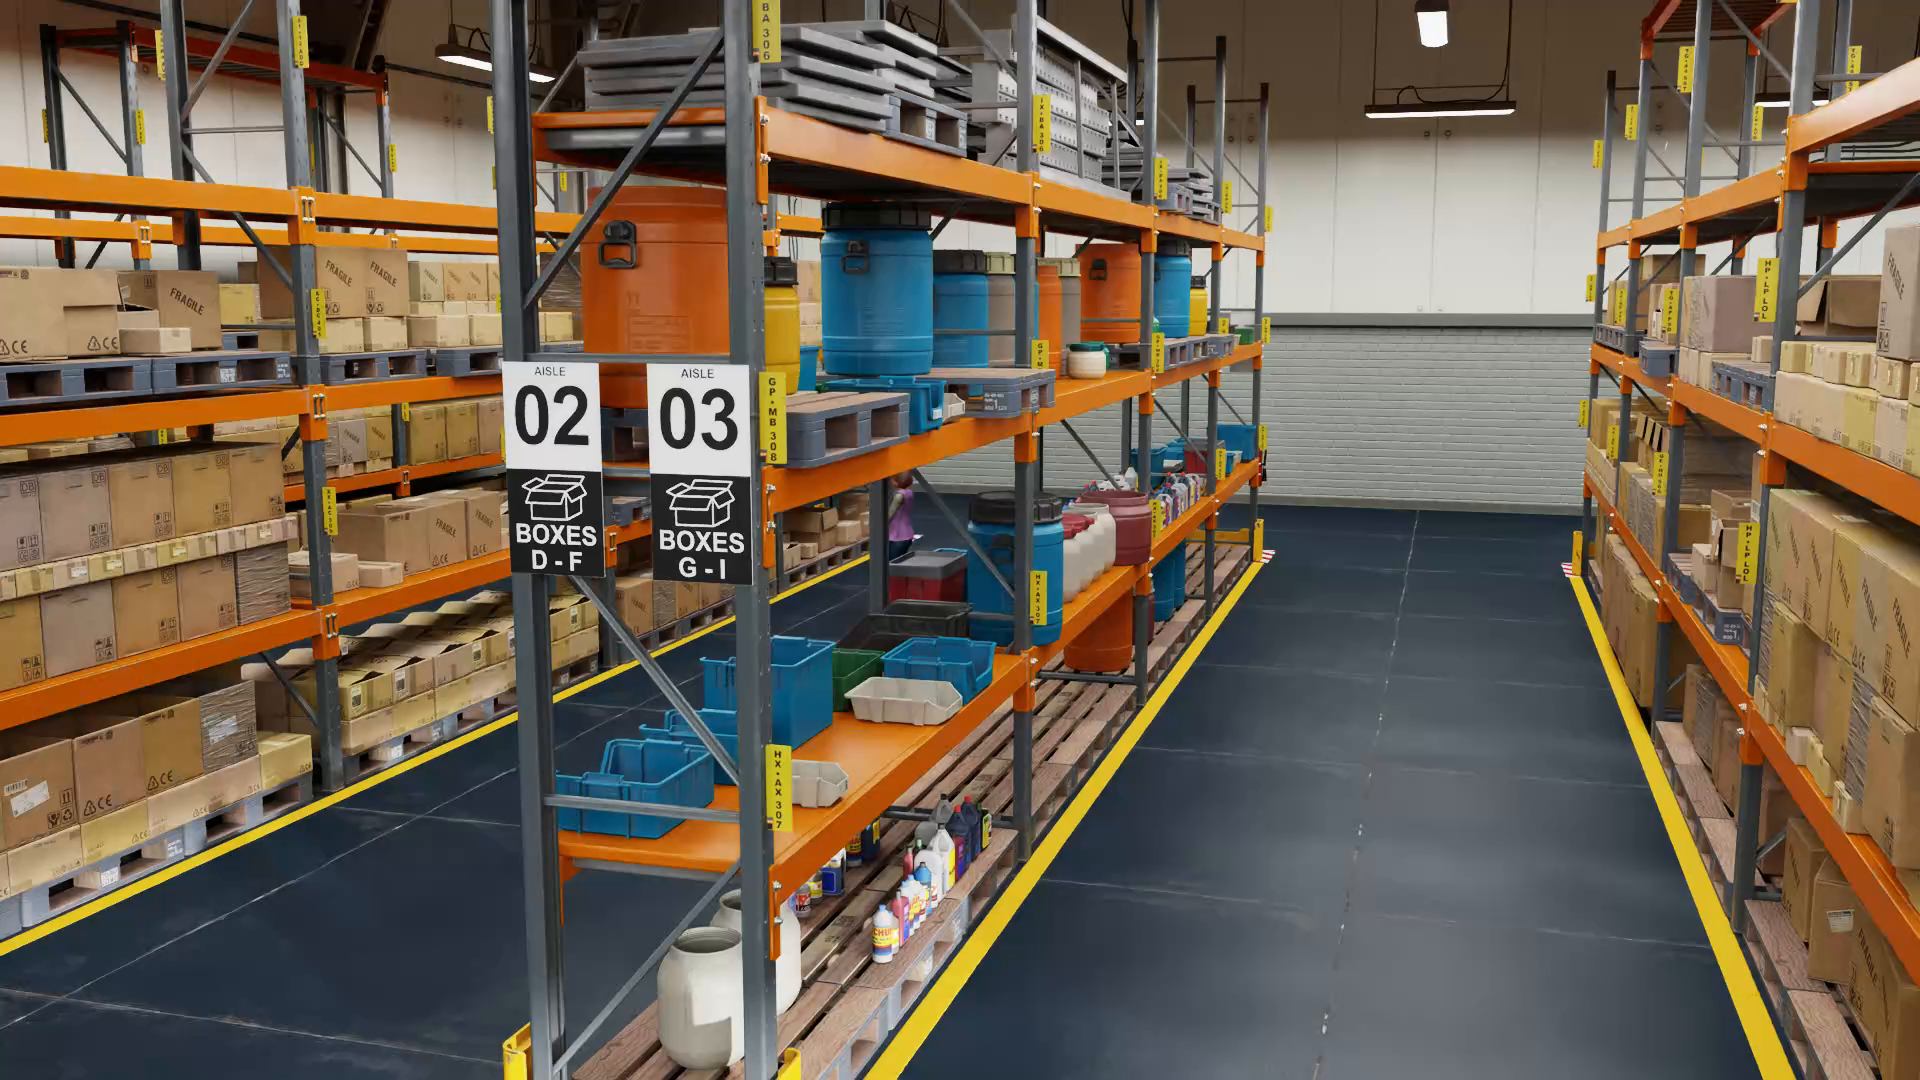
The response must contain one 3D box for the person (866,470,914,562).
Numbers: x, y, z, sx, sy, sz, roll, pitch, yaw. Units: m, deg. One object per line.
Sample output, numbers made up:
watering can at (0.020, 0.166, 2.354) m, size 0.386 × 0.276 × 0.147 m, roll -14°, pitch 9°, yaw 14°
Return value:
person at (-0.738, 0.006, 17.858) m, size 0.500 × 1.588 × 0.406 m, roll 3°, pitch 9°, yaw 17°
